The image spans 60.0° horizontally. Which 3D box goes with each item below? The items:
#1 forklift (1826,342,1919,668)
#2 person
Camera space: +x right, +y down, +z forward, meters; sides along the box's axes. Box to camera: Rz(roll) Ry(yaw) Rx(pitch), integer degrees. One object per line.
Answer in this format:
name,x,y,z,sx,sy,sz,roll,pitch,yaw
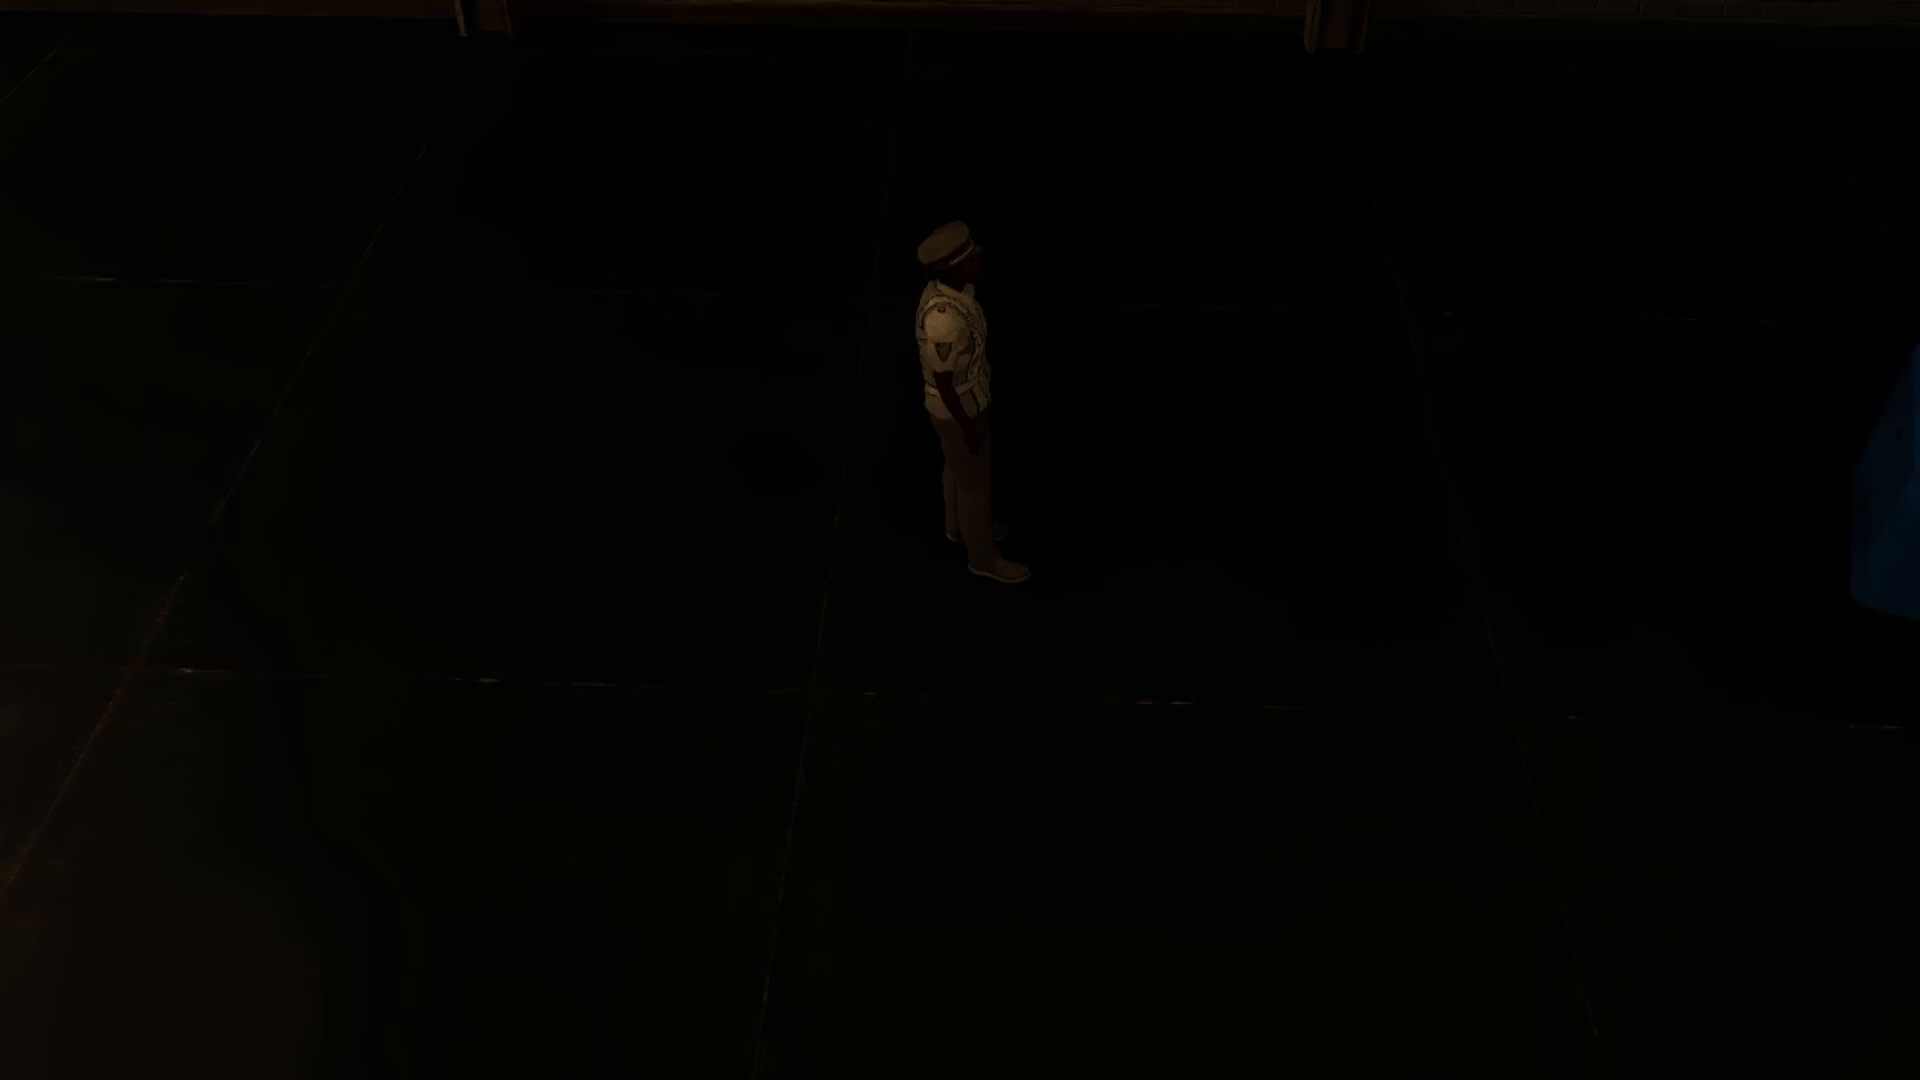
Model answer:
forklift,5.404,-0.507,6.298,3.031,2.935,1.130,16,45,16
person,0.074,-0.616,7.323,0.529,1.695,0.570,2,42,2
